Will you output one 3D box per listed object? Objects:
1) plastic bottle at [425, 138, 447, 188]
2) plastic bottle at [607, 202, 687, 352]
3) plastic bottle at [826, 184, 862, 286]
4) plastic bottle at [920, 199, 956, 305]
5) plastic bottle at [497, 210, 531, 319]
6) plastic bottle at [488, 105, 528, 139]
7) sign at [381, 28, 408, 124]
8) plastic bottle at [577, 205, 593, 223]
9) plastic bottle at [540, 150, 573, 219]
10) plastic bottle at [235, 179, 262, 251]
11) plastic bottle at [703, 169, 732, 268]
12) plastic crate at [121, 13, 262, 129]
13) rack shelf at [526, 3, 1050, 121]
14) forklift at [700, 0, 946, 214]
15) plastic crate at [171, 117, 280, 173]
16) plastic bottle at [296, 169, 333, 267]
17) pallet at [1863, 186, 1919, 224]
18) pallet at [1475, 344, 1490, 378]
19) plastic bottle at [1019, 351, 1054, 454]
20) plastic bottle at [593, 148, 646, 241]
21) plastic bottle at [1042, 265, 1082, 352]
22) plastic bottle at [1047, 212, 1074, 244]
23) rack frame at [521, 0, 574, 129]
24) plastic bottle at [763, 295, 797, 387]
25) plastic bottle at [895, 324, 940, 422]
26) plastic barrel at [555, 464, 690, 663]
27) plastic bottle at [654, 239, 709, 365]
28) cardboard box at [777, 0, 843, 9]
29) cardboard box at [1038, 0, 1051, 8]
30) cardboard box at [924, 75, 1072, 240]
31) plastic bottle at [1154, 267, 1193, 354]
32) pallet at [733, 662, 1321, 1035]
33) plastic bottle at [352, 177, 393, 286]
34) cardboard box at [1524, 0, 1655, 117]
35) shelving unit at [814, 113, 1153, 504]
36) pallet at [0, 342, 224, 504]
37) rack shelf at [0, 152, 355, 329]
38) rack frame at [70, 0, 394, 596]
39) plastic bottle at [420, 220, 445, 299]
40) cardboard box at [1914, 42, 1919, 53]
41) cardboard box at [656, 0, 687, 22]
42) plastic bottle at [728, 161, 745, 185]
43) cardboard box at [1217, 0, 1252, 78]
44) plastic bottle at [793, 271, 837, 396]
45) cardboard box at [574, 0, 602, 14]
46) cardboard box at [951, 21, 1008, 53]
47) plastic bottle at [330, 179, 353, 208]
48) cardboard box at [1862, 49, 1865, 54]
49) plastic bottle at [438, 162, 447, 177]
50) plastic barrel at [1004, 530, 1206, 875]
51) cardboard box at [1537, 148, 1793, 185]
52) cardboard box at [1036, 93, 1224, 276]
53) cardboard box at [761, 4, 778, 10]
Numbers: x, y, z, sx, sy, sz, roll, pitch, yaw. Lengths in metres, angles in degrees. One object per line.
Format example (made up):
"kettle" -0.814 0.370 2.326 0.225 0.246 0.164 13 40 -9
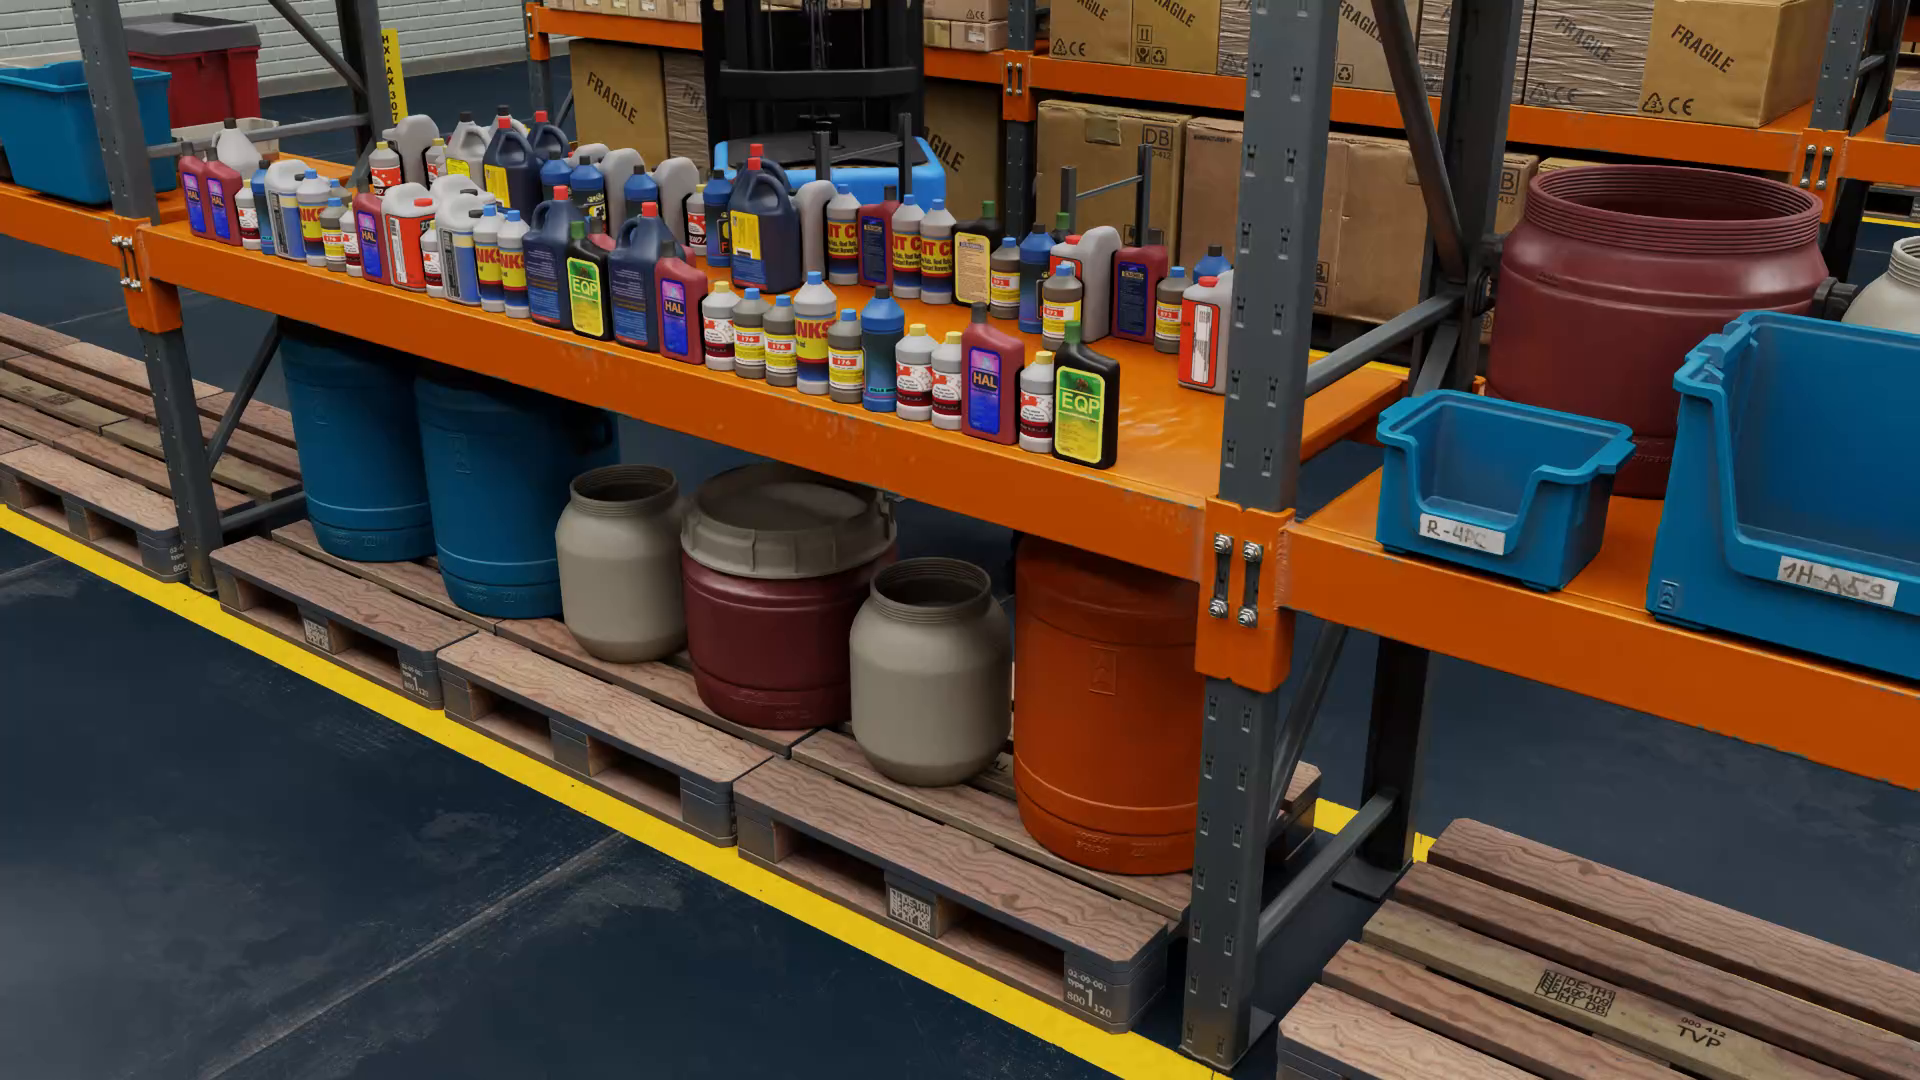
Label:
"plastic bottle" -1.750 -1.252 5.617 0.097 0.201 0.097 0 24 0
"plastic bottle" -0.764 -0.651 4.069 0.185 0.351 0.144 17 29 33
"plastic bottle" -0.320 -0.852 4.622 0.097 0.271 0.097 0 24 0
"plastic bottle" -0.058 -0.772 4.442 0.097 0.271 0.097 0 24 0
"plastic bottle" -1.145 -0.719 4.320 0.097 0.271 0.097 0 24 0
"plastic bottle" -1.436 -1.214 5.345 0.185 0.351 0.144 17 29 33
"sign" -2.037 -1.656 5.946 0.005 0.325 0.100 17 29 33
"plastic bottle" -0.981 -0.742 4.373 0.097 0.271 0.097 0 24 0
"plastic bottle" -1.223 -1.048 5.068 0.097 0.271 0.097 0 24 0
"plastic bottle" -2.121 -0.981 5.003 0.097 0.201 0.097 0 24 0
"plastic bottle" -0.690 -0.933 4.807 0.097 0.271 0.097 0 24 0
"plastic crate" -2.932 -1.706 6.249 0.583 0.464 0.402 17 29 33
"rack shelf" -0.998 -3.105 10.470 4.000 0.370 1.077 17 29 33
"forklift" -0.756 -2.558 8.422 1.130 2.935 3.031 -3 24 -7
"plastic crate" -2.655 -1.418 6.001 0.243 0.136 0.396 17 29 33
"plastic bottle" -1.857 -0.934 4.808 0.097 0.271 0.097 0 24 0
"pallet" 6.234 -2.473 11.600 1.213 0.211 1.003 17 29 33
"pallet" 3.217 -0.922 8.082 1.213 0.211 1.003 17 29 33
"plastic bottle" 0.172 -0.289 3.431 0.097 0.201 0.097 0 24 0
"plastic bottle" -1.055 -1.062 5.094 0.135 0.276 0.152 17 29 33
"plastic bottle" 0.250 -0.571 4.071 0.097 0.201 0.097 0 24 0
"plastic bottle" 0.230 -0.700 4.263 0.133 0.283 0.061 17 29 33
"rack frame" -2.598 -3.918 11.422 0.127 3.000 1.000 17 29 33
"plastic bottle" -0.402 -0.462 3.825 0.097 0.201 0.097 0 24 0
"plastic bottle" -0.091 -0.368 3.611 0.097 0.201 0.097 0 24 0
"plastic barrel" -0.978 0.067 4.942 0.421 0.512 0.421 0 24 0
"plastic bottle" -0.661 -0.569 3.965 0.133 0.283 0.061 17 29 33
"cardboard box" -0.732 -3.288 9.810 0.500 0.250 0.500 18 29 34
"cardboard box" 0.384 -3.216 9.647 0.500 0.250 0.500 16 29 32
"cardboard box" 0.122 -2.356 9.991 0.875 0.875 0.875 17 29 33
"plastic bottle" 0.526 -0.564 4.056 0.097 0.201 0.097 0 24 0
"pallet" 0.177 0.713 4.369 1.213 0.211 1.003 17 29 33
"plastic bottle" -1.620 -0.858 4.622 0.133 0.283 0.061 17 29 33
"cardboard box" 2.864 -2.191 7.379 0.500 0.500 0.500 17 29 33
"shelving unit" 0.068 -0.666 5.901 1.048 1.500 0.538 17 29 33
"pallet" -3.960 -0.537 7.207 1.213 0.211 1.003 17 29 33
"rack shelf" -3.969 -1.507 6.843 4.000 0.370 1.077 17 29 33
"rack frame" -2.368 -1.353 5.600 0.127 3.000 1.000 17 29 33
"plastic bottle" -1.409 -0.766 4.515 0.097 0.201 0.097 0 24 0
"cardboard box" 9.244 -4.595 15.072 0.875 0.875 0.875 17 29 33
"cardboard box" -1.689 -3.363 10.474 0.250 0.149 0.380 16 28 32
"plastic bottle" -0.657 -0.968 4.872 0.133 0.283 0.061 17 29 33
"cardboard box" 1.624 -2.562 8.221 0.500 0.500 0.500 16 28 32
"plastic bottle" -0.325 -0.471 3.757 0.097 0.271 0.097 0 24 0
"cardboard box" -2.306 -3.549 10.897 0.250 0.149 0.380 16 29 33
"cardboard box" 0.162 -2.804 9.205 0.250 0.149 0.380 17 29 34
"plastic bottle" -1.874 -0.983 5.008 0.097 0.201 0.097 0 24 0
"cardboard box" 6.046 -3.318 11.710 0.500 0.250 0.500 16 29 33
"plastic bottle" -1.626 -1.138 5.358 0.097 0.201 0.097 0 24 0
"plastic barrel" 0.431 0.303 4.014 0.708 0.830 0.600 17 29 33
"cardboard box" 3.263 -1.377 7.769 0.875 0.875 1.225 15 28 31
"cardboard box" 1.127 -2.022 9.234 0.875 0.875 1.225 17 29 33
"cardboard box" -1.070 -3.176 10.051 0.250 0.149 0.380 17 29 34
